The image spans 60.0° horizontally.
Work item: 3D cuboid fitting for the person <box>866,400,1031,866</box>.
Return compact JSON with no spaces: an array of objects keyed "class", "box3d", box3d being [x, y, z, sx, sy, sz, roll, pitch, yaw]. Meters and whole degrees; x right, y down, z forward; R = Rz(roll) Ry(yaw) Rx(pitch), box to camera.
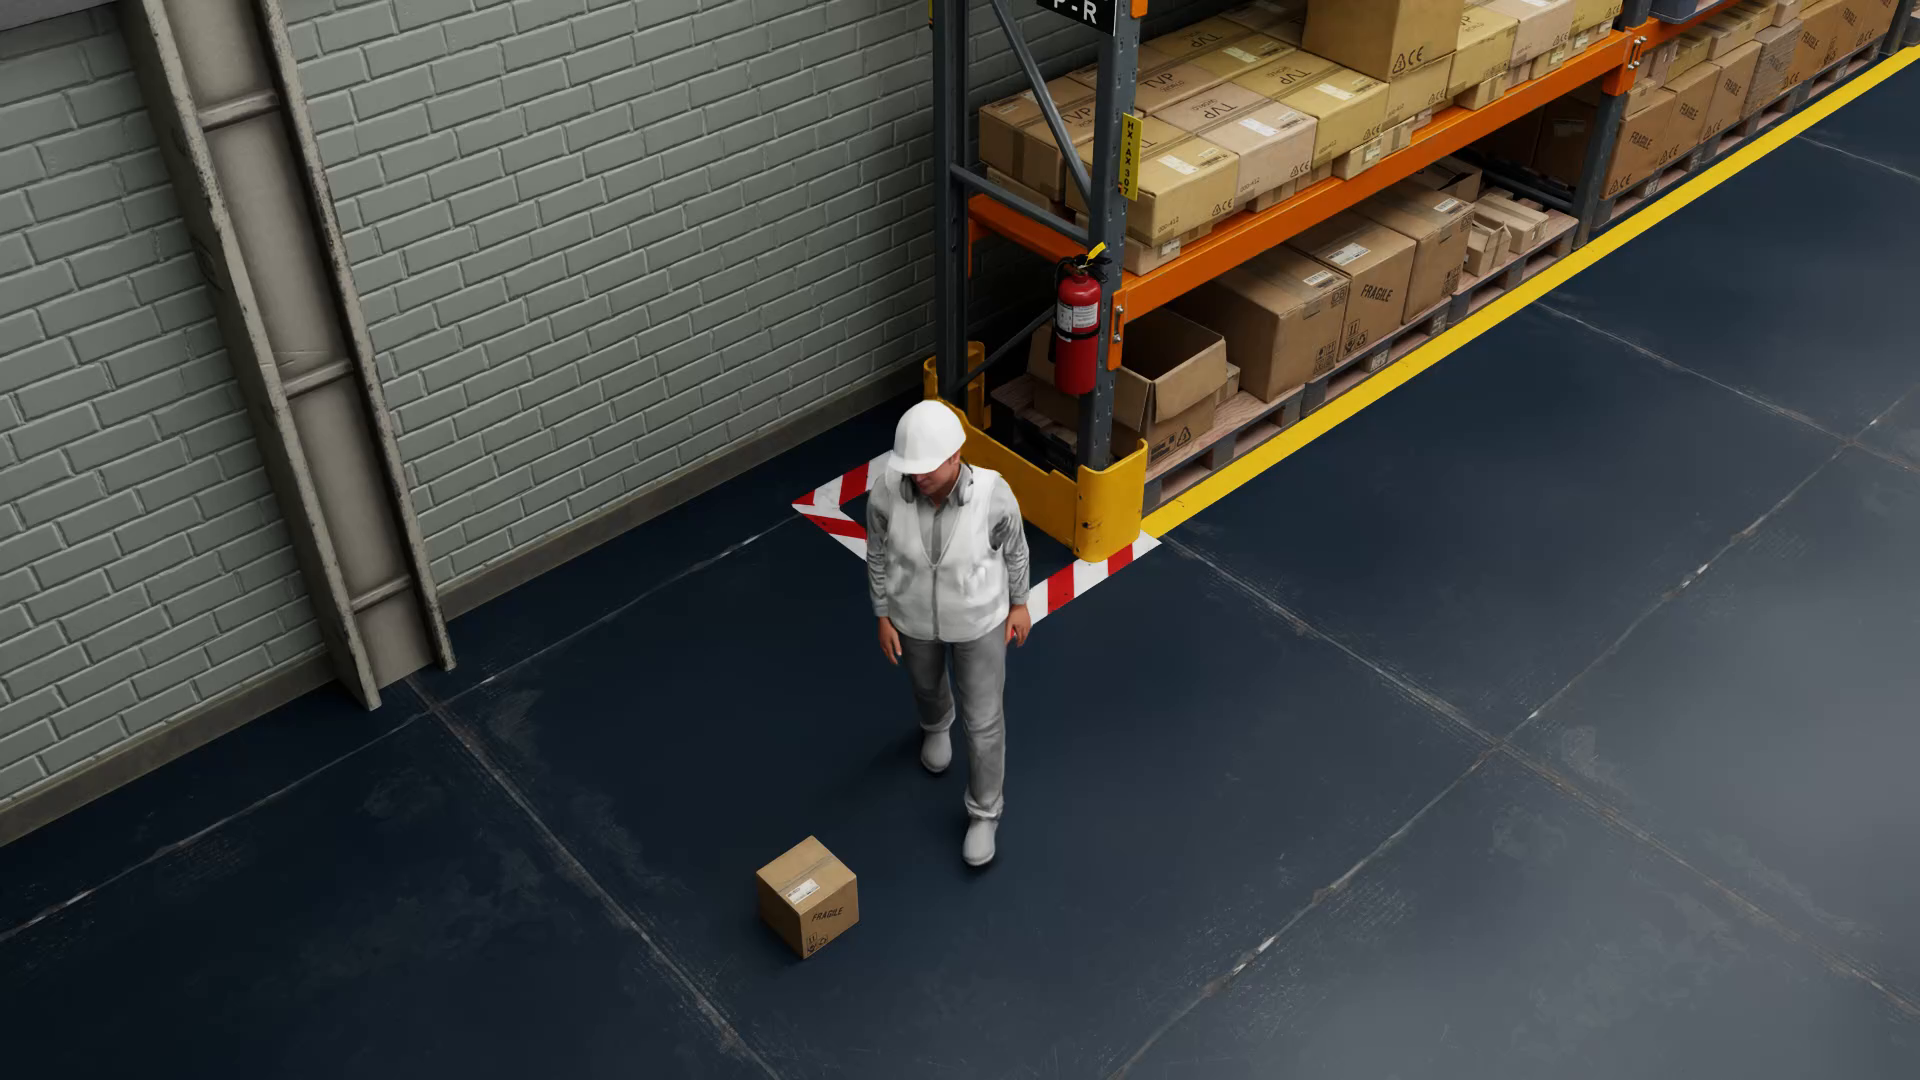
[{"class":"person","box3d":[-0.052,0.286,5.774,0.567,1.749,0.788,7,40,8]}]
